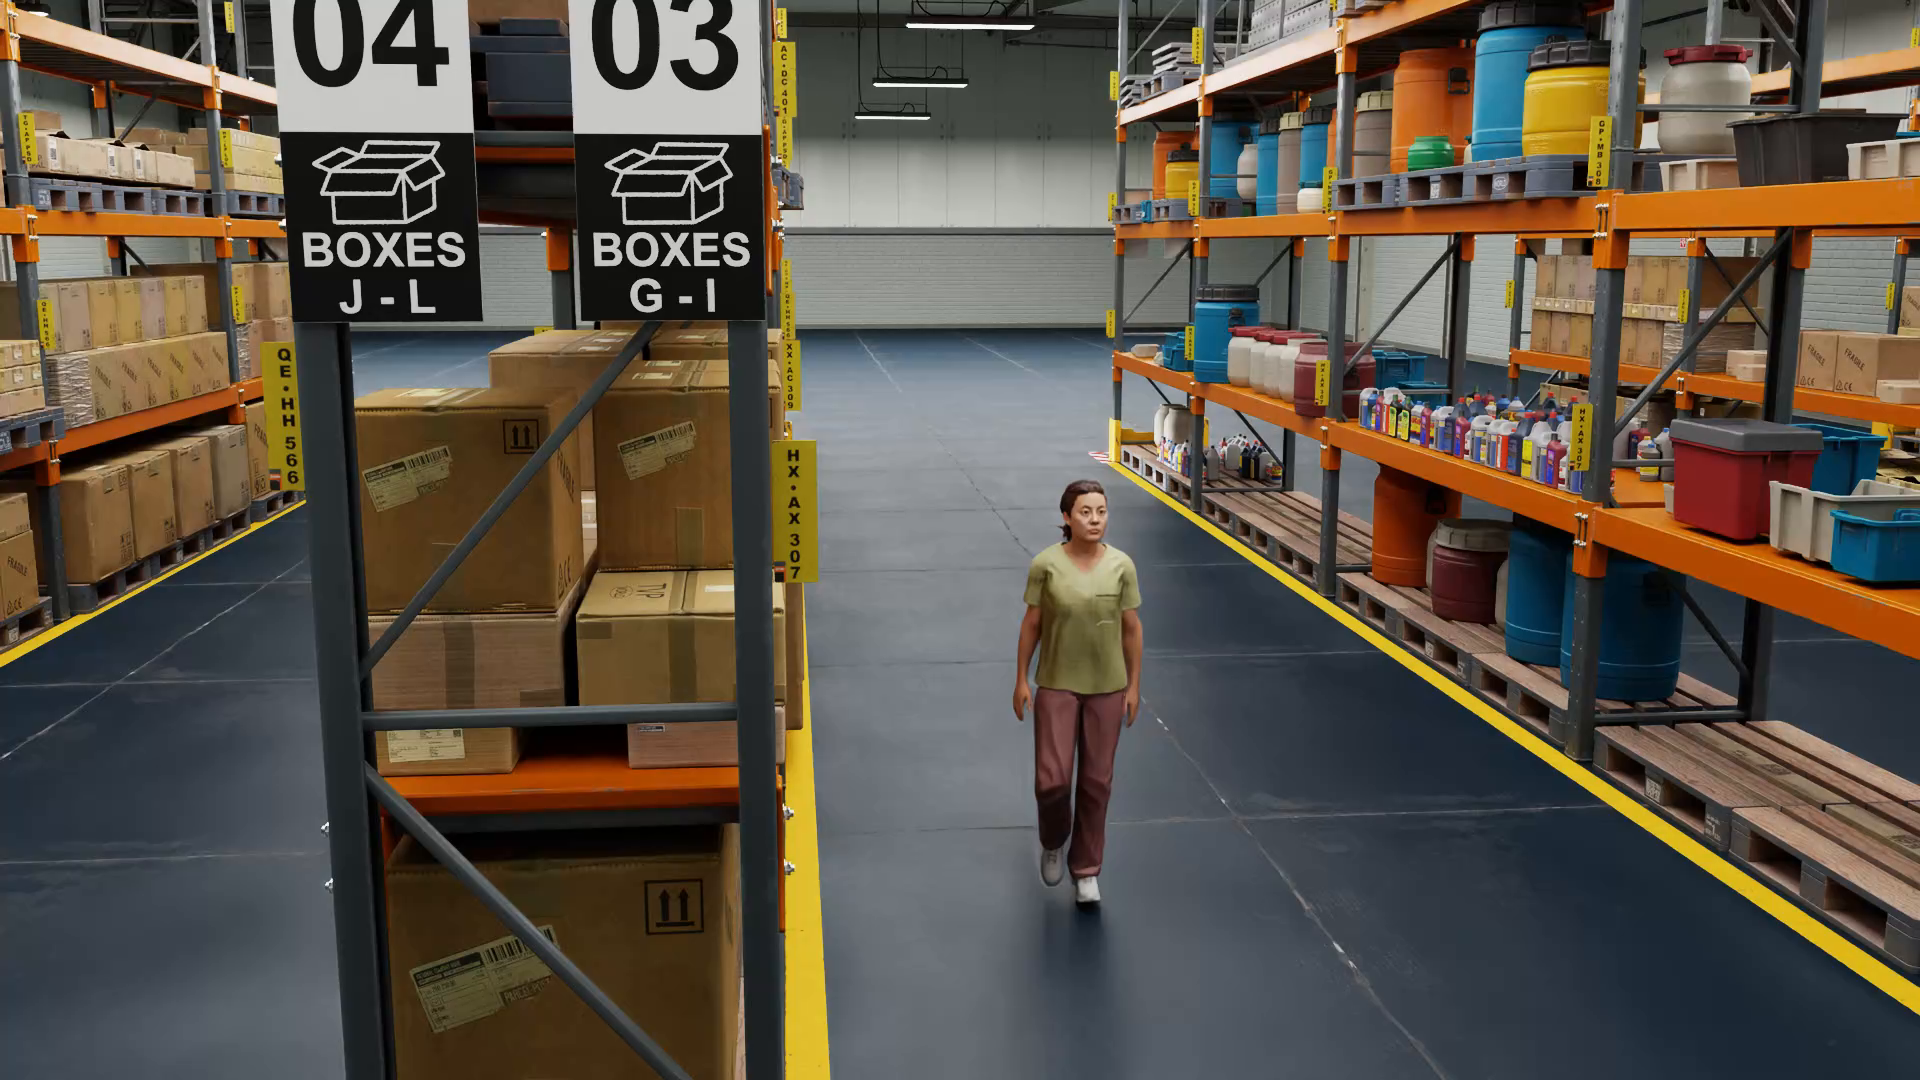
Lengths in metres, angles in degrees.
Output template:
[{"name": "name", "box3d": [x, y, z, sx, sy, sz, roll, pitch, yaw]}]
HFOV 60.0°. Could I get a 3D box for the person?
[{"name": "person", "box3d": [0.462, 0.588, 6.459, 0.501, 1.665, 0.469, -1, 10, -3]}]
